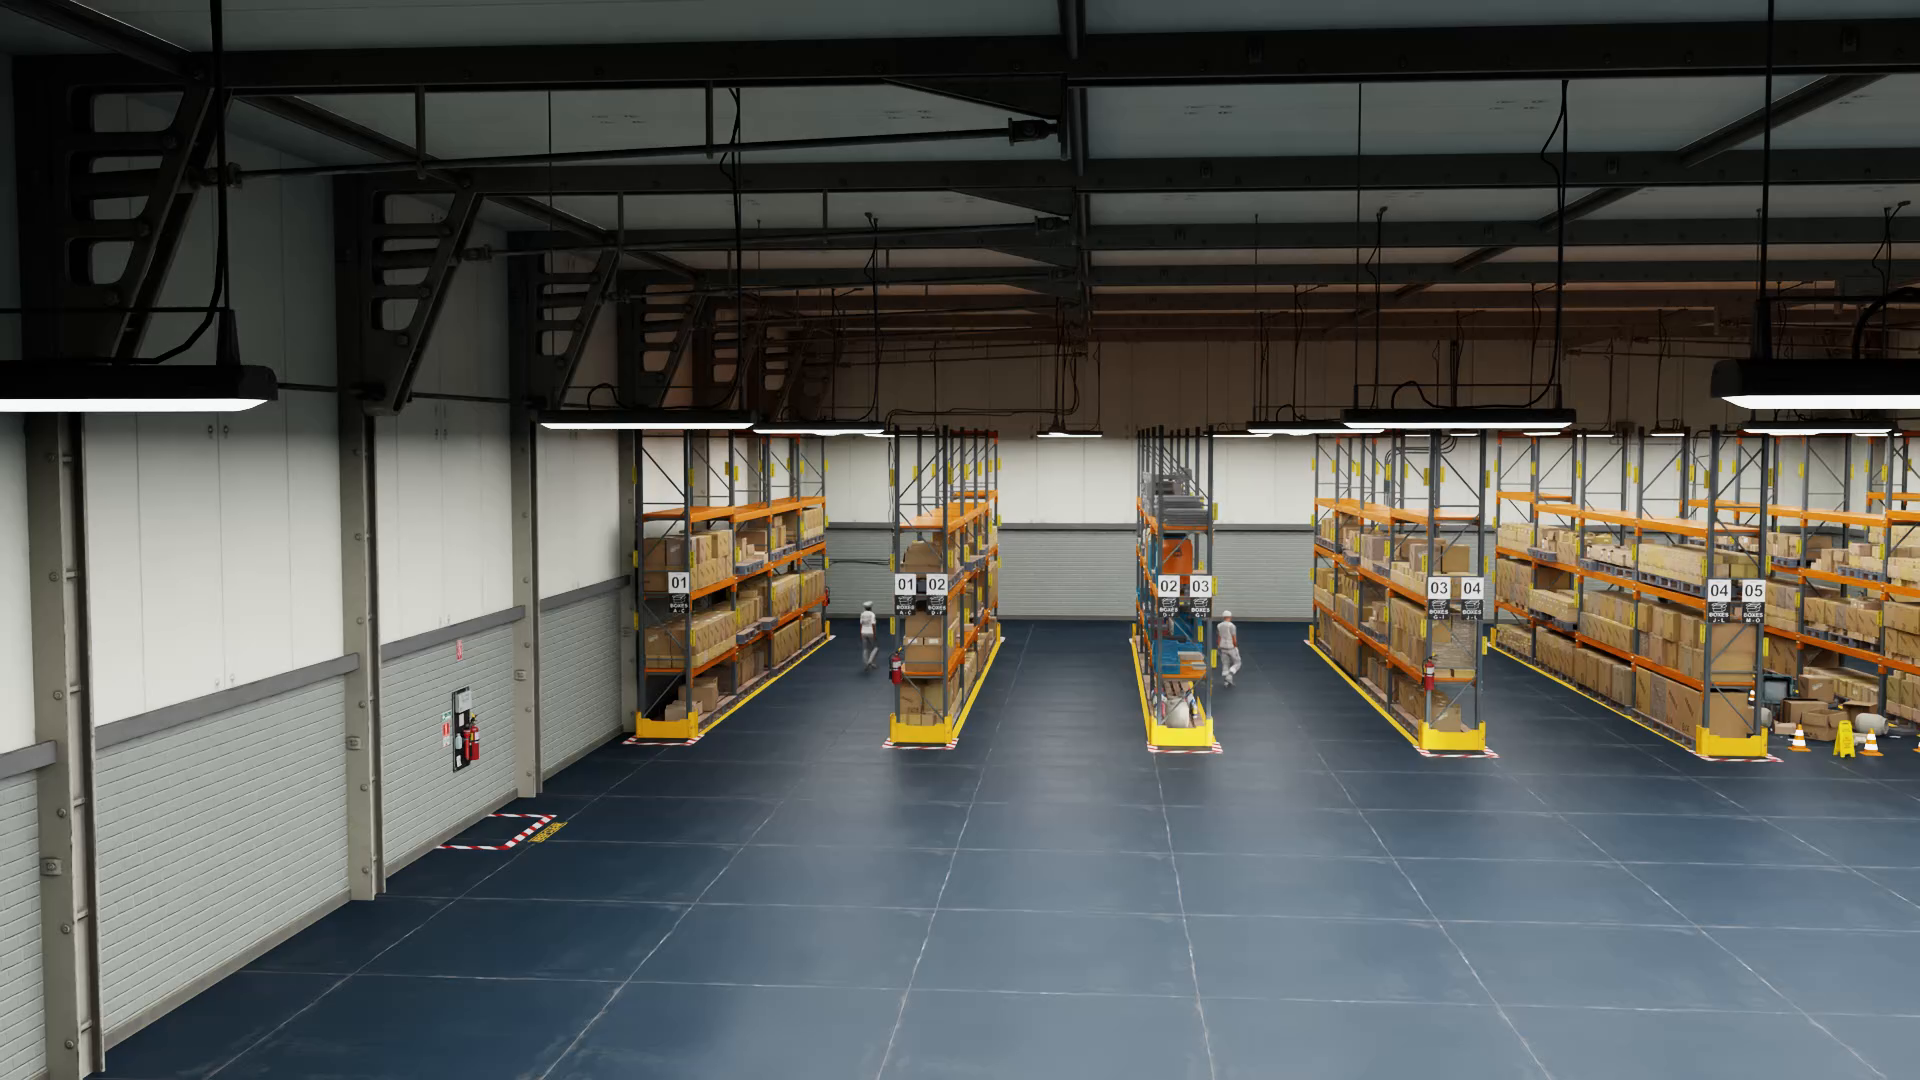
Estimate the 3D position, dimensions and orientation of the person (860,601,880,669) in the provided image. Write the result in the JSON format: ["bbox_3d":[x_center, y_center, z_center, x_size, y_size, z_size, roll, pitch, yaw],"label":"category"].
[{"bbox_3d":[-2.288,2.383,41.623,0.507,1.677,0.428,2,4,30],"label":"person"}]

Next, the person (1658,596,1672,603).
[{"bbox_3d":[20.805,1.912,49.113,0.478,1.750,0.560,-1,4,-20],"label":"person"}]

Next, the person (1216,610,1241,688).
[{"bbox_3d":[6.189,2.528,38.500,0.487,1.778,0.660,-3,5,-45],"label":"person"}]
